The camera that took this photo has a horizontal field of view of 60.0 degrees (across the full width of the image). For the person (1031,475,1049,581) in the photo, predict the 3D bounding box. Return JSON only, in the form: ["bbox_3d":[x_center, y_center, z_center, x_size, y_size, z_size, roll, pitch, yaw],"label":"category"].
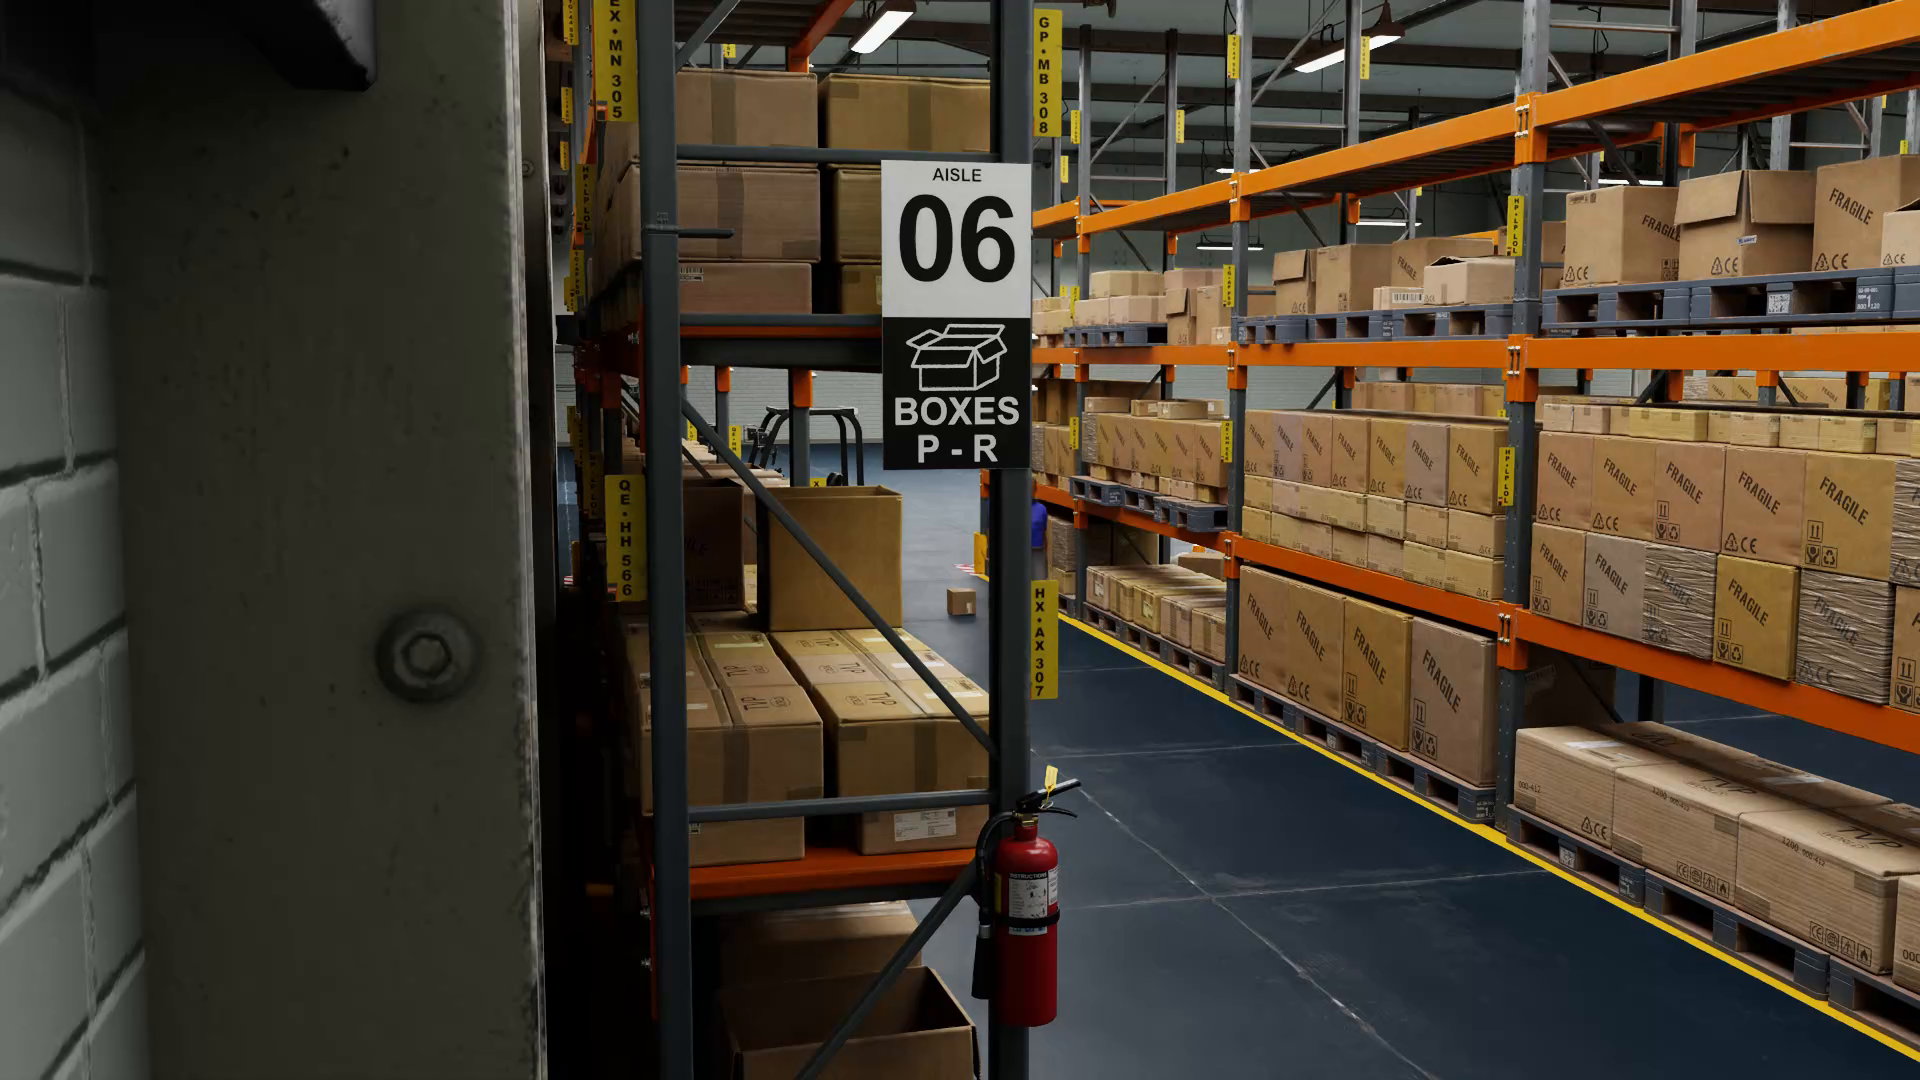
[{"bbox_3d":[0.596,0.194,15.346,0.462,1.612,0.813,-1,6,-13],"label":"person"}]
